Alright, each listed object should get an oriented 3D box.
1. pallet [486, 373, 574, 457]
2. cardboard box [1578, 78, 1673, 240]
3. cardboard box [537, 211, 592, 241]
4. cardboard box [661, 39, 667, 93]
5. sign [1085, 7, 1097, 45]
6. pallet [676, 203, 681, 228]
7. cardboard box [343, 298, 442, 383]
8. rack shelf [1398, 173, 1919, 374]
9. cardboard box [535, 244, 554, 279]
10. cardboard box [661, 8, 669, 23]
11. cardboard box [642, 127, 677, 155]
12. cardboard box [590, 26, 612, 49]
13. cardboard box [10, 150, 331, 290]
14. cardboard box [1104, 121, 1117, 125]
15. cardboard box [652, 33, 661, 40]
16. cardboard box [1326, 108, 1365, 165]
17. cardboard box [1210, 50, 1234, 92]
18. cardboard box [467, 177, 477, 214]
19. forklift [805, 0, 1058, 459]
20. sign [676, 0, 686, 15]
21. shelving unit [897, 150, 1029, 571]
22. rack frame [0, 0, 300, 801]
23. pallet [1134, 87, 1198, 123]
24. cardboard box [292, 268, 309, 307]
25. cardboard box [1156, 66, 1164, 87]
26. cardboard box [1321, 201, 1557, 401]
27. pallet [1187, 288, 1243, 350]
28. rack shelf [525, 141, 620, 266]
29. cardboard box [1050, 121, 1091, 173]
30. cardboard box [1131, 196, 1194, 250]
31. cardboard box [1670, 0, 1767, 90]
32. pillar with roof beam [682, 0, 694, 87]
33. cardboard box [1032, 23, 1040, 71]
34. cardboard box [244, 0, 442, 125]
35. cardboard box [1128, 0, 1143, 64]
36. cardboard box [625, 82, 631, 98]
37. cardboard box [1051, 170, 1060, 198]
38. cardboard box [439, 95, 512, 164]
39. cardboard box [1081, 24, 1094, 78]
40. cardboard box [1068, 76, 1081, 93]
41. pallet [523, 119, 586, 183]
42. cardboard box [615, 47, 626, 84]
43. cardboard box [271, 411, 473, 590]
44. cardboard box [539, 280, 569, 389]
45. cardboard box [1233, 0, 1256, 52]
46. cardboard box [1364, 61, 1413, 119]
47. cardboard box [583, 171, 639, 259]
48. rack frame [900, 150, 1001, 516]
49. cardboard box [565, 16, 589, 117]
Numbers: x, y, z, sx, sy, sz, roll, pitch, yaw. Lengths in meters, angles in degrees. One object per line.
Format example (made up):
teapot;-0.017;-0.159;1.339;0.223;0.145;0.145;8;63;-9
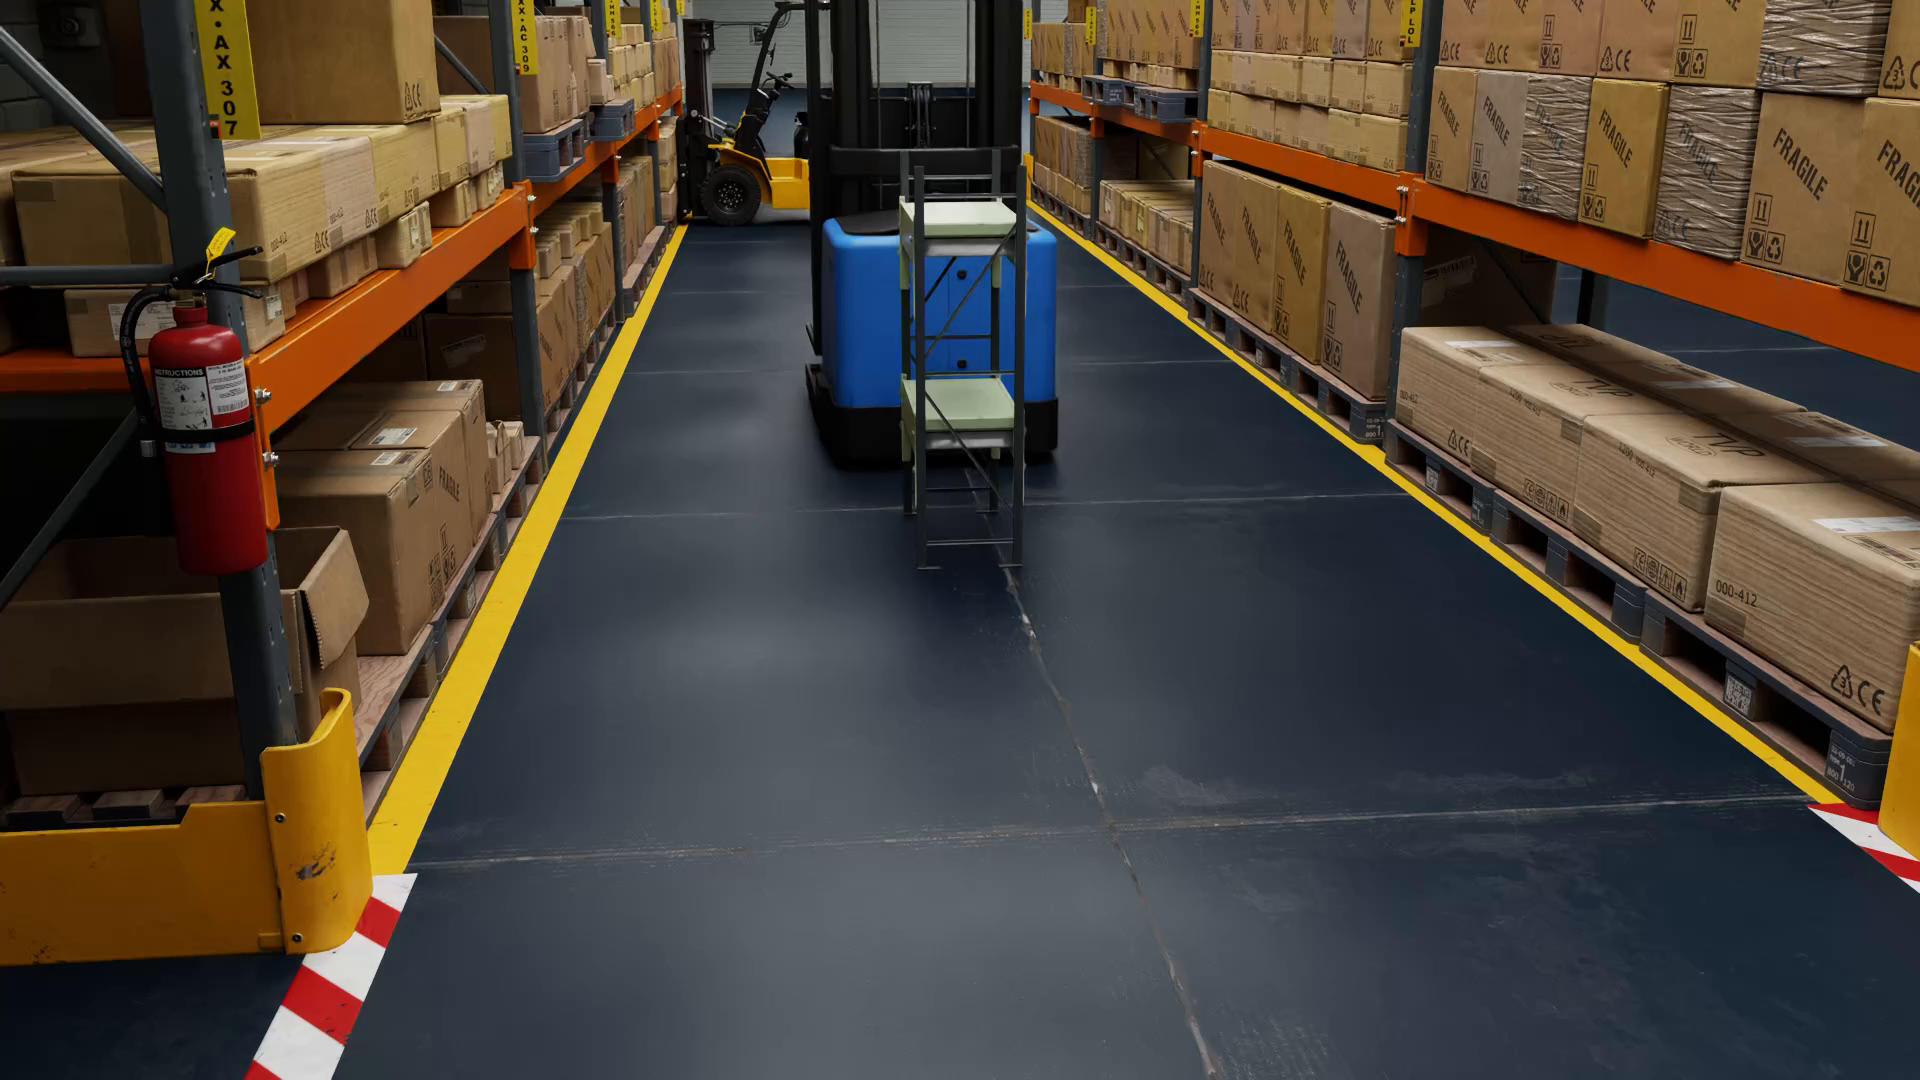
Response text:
pallet;-2.509;-0.620;8.299;1.003;0.211;1.213;-2;18;-6
cardboard box;2.483;-1.312;5.680;0.500;0.500;0.500;-1;17;-4
cardboard box;-2.455;-1.919;10.170;0.380;0.149;0.250;-2;18;-7
cardboard box;-3.122;-4.586;16.110;0.500;0.500;0.500;-2;18;-6
sign;1.186;-4.641;15.007;0.100;0.325;0.005;-2;18;-6
pallet;-3.382;-3.365;17.042;1.003;0.211;1.213;-2;18;-6
cardboard box;-2.732;-0.854;7.862;0.500;0.500;0.500;-2;18;-6
rack shelf;2.756;-0.925;5.815;1.077;0.370;4.000;-2;18;-6
cardboard box;-2.333;-1.455;8.692;0.380;0.149;0.250;-2;18;-6
cardboard box;-3.147;-5.306;16.824;0.380;0.149;0.250;-1;17;-5
cardboard box;-3.055;-3.913;16.352;0.500;0.250;0.500;-1;17;-4
cardboard box;-2.540;-3.362;11.129;0.380;0.149;0.250;-1;17;-4
cardboard box;-1.753;-0.731;3.753;0.500;0.250;0.500;-2;18;-5
cardboard box;1.756;-4.149;17.521;0.500;0.500;0.500;-2;18;-7
cardboard box;-3.018;-4.783;15.653;0.380;0.149;0.250;-1;17;-4
cardboard box;2.201;-2.070;8.512;0.500;0.250;0.500;-2;18;-6
cardboard box;1.944;-3.064;10.844;0.500;0.250;0.500;-2;18;-6
cardboard box;-2.004;-1.270;6.133;0.380;0.149;0.250;-1;17;-4
forklift;-0.265;-2.169;8.693;1.130;2.935;3.031;-2;18;-8
sign;-3.084;-5.963;18.333;0.100;0.325;0.005;-2;18;-6
shelving unit;-0.001;-0.718;6.459;0.431;1.500;0.755;-2;18;-6
rack frame;-1.975;-0.517;3.318;1.000;3.000;0.127;-2;18;-6
pallet;1.958;-3.173;12.096;1.213;0.211;1.003;-2;18;-6
cardboard box;-1.869;-0.656;4.177;0.380;0.149;0.250;-2;18;-6
cardboard box;1.681;-3.453;12.386;0.380;0.149;0.250;-3;18;-8
cardboard box;2.406;-1.233;8.441;0.875;0.875;0.875;-1;17;-4
pallet;2.143;-1.488;11.064;1.003;0.211;1.213;-2;18;-6
rack shelf;-2.593;-1.962;9.119;1.077;0.370;4.000;-2;18;-6
cardboard box;1.225;-4.124;17.442;0.500;0.500;0.500;-1;17;-5
cardboard box;1.932;-2.616;13.689;0.950;0.372;0.625;-1;17;-4
cardboard box;2.545;-1.635;5.042;0.500;0.500;0.500;-2;18;-6
pillar with roof beam;-3.262;-16.982;45.747;9.100;9.000;0.400;-2;18;-6
cardboard box;1.085;-5.479;18.457;0.500;0.500;0.500;-2;18;-6
cardboard box;-1.908;-1.536;5.064;0.500;0.500;0.500;-1;17;-4
cardboard box;1.641;-4.039;13.170;0.500;0.500;0.500;-2;18;-8
cardboard box;-2.709;-3.272;12.343;0.500;0.250;0.500;-2;18;-7
cardboard box;1.234;-3.764;17.548;0.500;0.250;0.500;-1;17;-2
cardboard box;-2.092;-1.635;6.632;0.500;0.250;0.500;-1;17;-4
cardboard box;1.431;-4.562;15.535;0.500;0.500;0.500;-2;18;-7
cardboard box;1.280;-4.516;16.474;0.380;0.149;0.250;-2;18;-6
pallet;-2.361;-1.859;7.911;1.003;0.211;1.213;-2;18;-6
cardboard box;-2.653;-3.357;11.778;0.500;0.250;0.500;-1;17;-4
cardboard box;-1.948;-0.127;5.545;0.500;0.500;0.500;-1;17;-5
cardboard box;-2.278;-1.026;8.411;0.500;0.500;0.500;-2;18;-6
cardboard box;2.006;-3.278;10.275;0.500;0.500;0.500;-2;18;-5
cardboard box;2.262;-2.154;7.948;0.500;0.250;0.500;-2;18;-6
cardboard box;-2.995;-2.550;13.054;0.875;0.625;0.625;-3;18;-8
rack frame;-0.038;-0.827;6.806;0.400;1.500;0.023;-2;18;-6
cardboard box;-2.349;-2.496;8.753;0.700;0.500;0.500;-2;18;-6
